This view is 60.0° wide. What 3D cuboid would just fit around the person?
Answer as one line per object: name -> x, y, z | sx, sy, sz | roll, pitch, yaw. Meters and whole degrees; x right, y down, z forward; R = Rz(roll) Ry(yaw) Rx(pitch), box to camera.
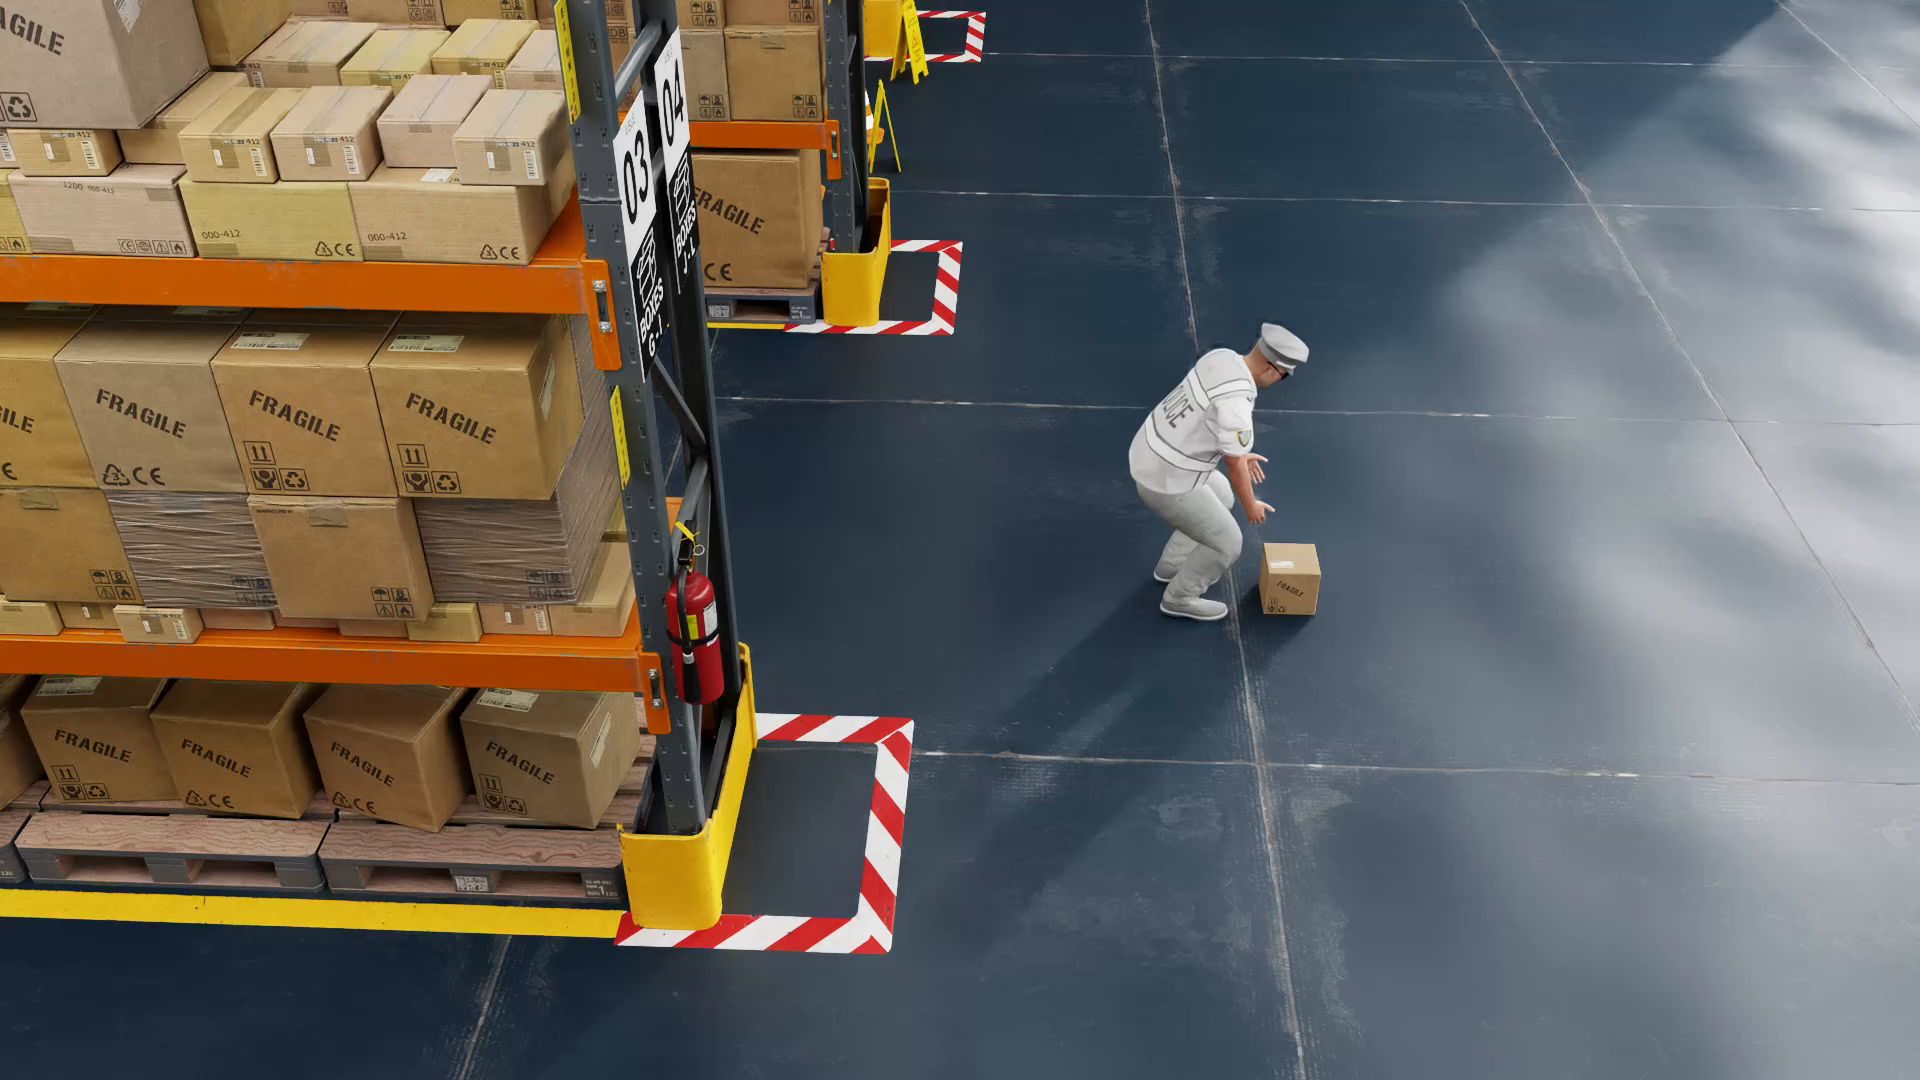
person -> 1.179, -0.338, 7.838 | 0.772, 1.468, 0.589 | 2, 35, 2
